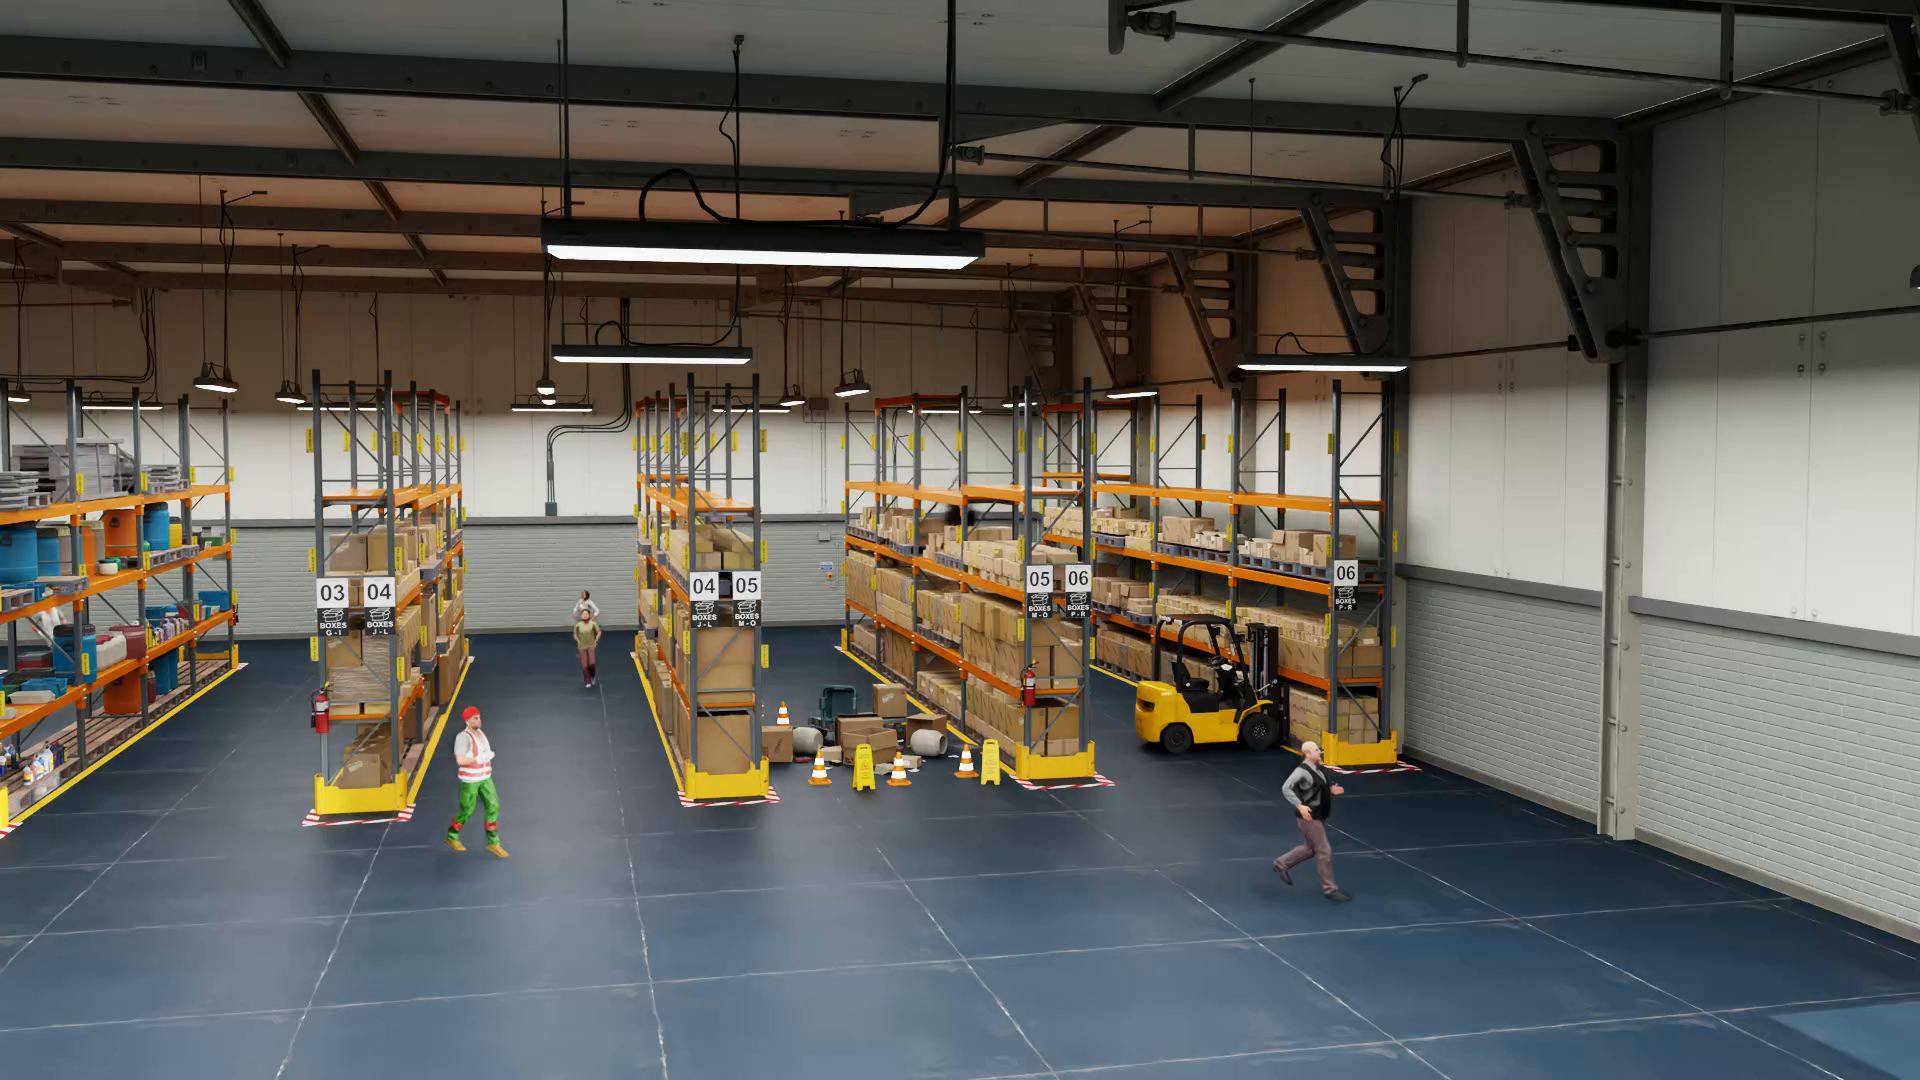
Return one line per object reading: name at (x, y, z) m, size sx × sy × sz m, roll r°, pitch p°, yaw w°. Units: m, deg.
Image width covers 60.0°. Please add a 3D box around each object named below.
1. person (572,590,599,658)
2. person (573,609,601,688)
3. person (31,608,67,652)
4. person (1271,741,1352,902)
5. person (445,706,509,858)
person at (-8.821, 1.962, 39.013) m, size 0.611 × 1.581 × 0.594 m, roll 2°, pitch 4°, yaw 31°
person at (-7.624, 2.219, 33.976) m, size 0.556 × 1.626 × 0.520 m, roll -1°, pitch 3°, yaw -9°
person at (-19.671, 2.074, 36.046) m, size 0.531 × 1.696 × 0.721 m, roll 2°, pitch 4°, yaw 37°
person at (3.869, 3.063, 18.304) m, size 0.969 × 1.698 × 0.659 m, roll 2°, pitch 4°, yaw 31°
person at (-5.874, 2.921, 20.116) m, size 0.843 × 1.821 × 0.636 m, roll 1°, pitch 4°, yaw 24°
